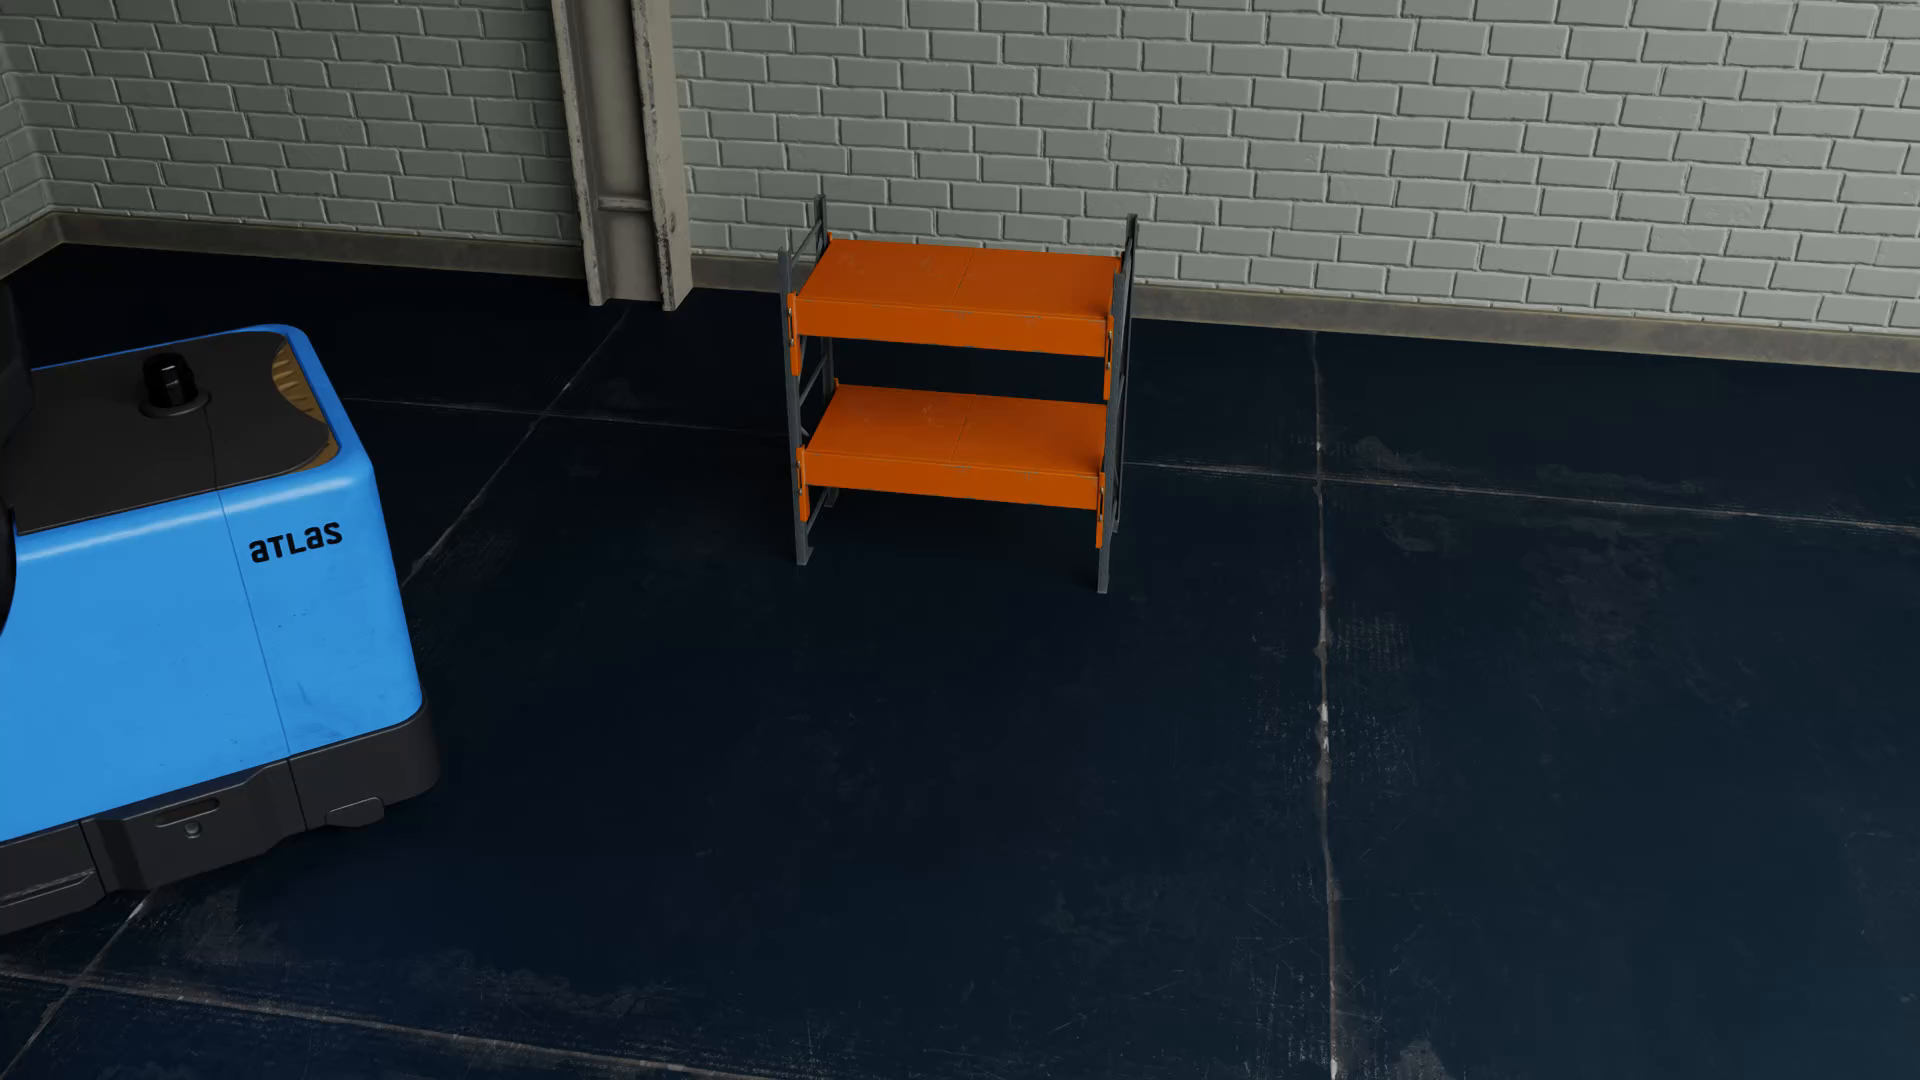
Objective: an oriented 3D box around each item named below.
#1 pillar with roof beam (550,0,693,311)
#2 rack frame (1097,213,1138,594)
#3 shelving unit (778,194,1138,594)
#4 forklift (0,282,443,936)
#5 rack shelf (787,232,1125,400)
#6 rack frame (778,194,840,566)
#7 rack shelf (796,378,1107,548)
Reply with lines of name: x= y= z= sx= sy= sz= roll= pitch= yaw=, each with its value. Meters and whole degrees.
pillar with roof beam: x=-2.161 y=-2.675 z=1.543 sx=0.400 sy=9.000 sz=9.100 roll=5 pitch=32 yaw=8
rack frame: x=0.508 y=-0.431 z=5.378 sx=0.032 sy=1.125 sz=0.500 roll=5 pitch=32 yaw=8
shelving unit: x=0.007 y=-0.476 z=5.451 sx=1.048 sy=1.125 sz=0.538 roll=5 pitch=32 yaw=8
forklift: x=-2.970 y=-0.368 z=3.575 sx=3.031 sy=2.935 sz=1.130 roll=-16 pitch=36 yaw=-24
rack shelf: x=0.007 y=-0.724 z=5.295 sx=1.000 sy=0.278 sz=0.538 roll=5 pitch=32 yaw=8
rack frame: x=-0.494 y=-0.522 z=5.523 sx=0.032 sy=1.125 sz=0.500 roll=5 pitch=32 yaw=8
rack shelf: x=0.007 y=-0.269 z=5.580 sx=1.000 sy=0.278 sz=0.538 roll=5 pitch=32 yaw=8
